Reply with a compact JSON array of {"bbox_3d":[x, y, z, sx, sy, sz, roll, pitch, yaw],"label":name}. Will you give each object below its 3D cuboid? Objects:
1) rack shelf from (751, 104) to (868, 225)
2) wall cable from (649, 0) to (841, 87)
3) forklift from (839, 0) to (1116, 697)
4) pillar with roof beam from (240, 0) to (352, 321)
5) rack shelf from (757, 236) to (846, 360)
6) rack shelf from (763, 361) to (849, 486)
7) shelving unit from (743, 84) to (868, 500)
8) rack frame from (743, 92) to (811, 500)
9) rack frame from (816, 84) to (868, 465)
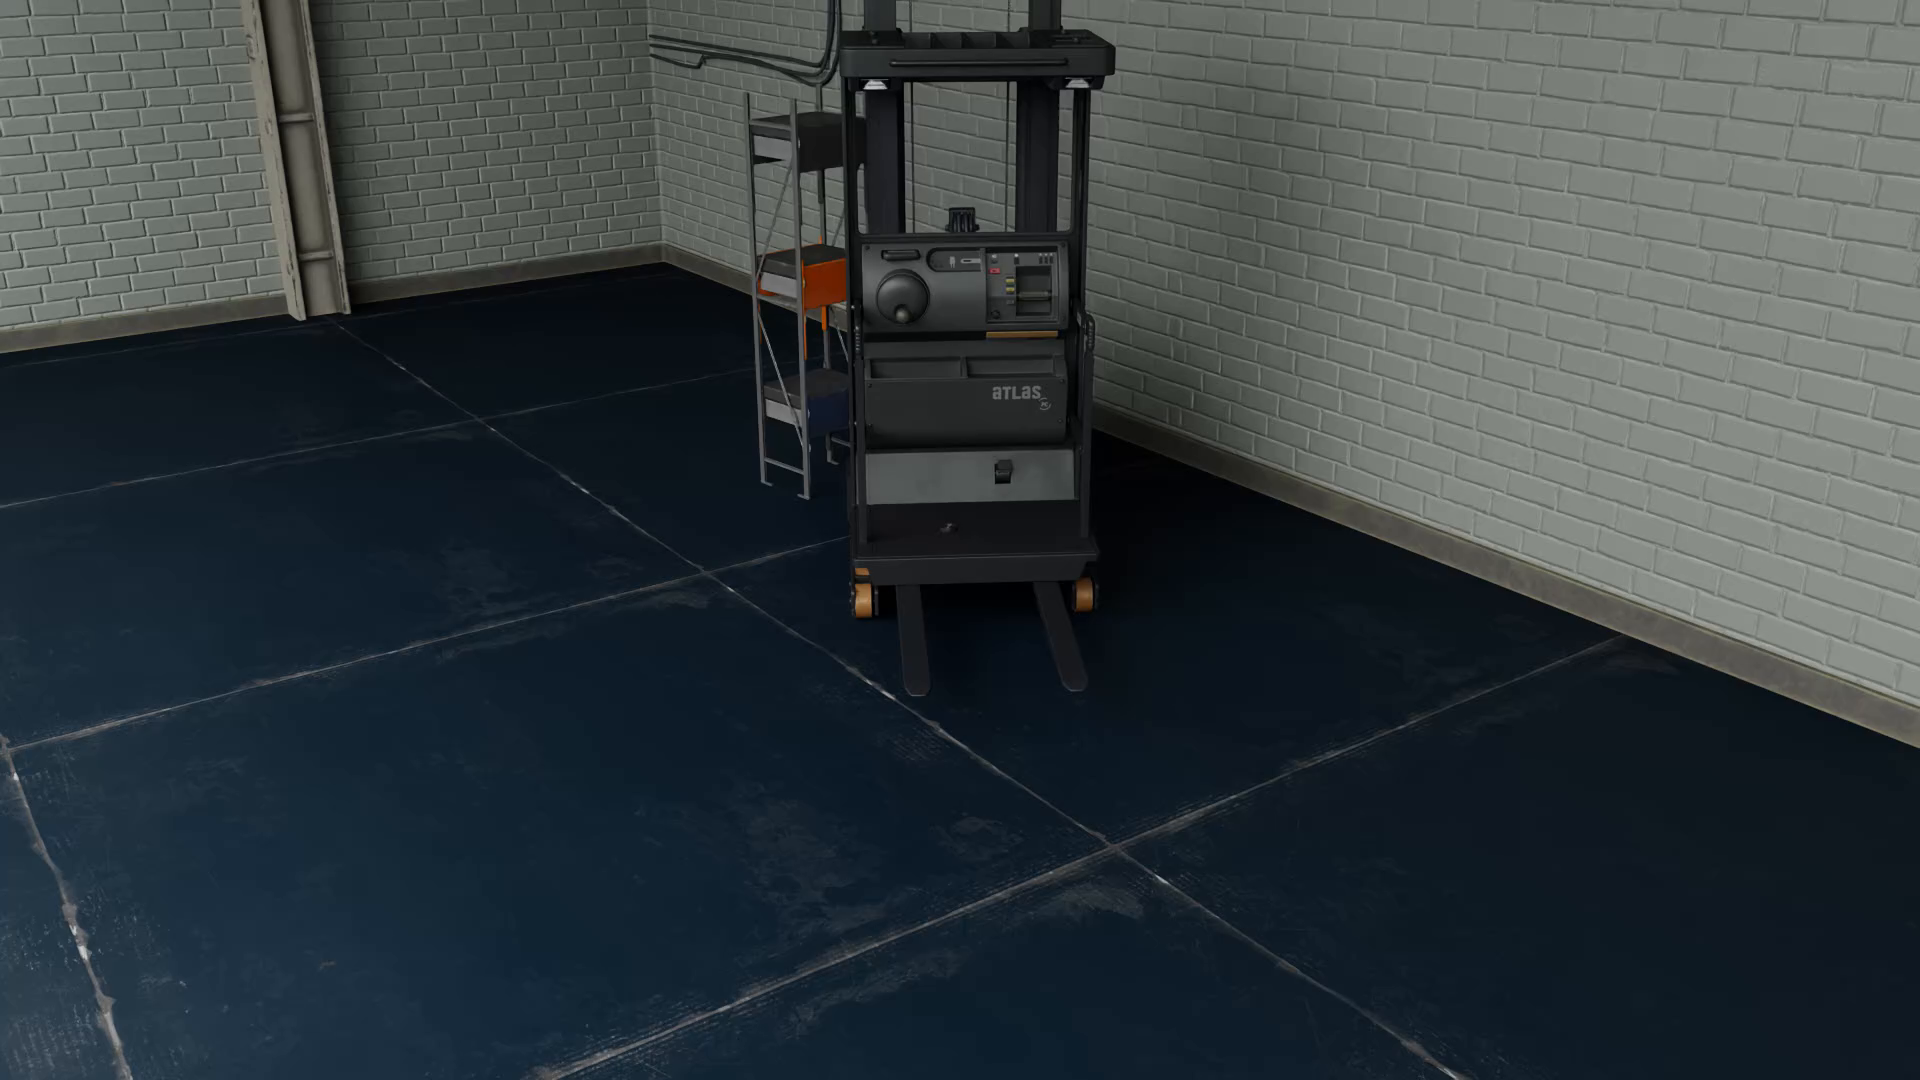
[{"bbox_3d":[-0.781,-1.945,8.584,0.431,0.518,0.480,20,29,40],"label":"rack shelf"},{"bbox_3d":[-1.750,-4.720,12.272,0.112,2.526,3.097,-15,26,-33],"label":"wall cable"},{"bbox_3d":[0.043,-1.131,7.276,1.130,2.935,3.031,-1,22,-4],"label":"forklift"},{"bbox_3d":[-2.399,-4.627,7.850,0.400,9.000,9.100,-15,26,-33],"label":"pillar with roof beam"},{"bbox_3d":[-0.781,-1.294,8.844,0.431,0.518,0.480,20,29,40],"label":"rack shelf"},{"bbox_3d":[-0.781,-0.644,9.103,0.431,0.518,0.480,20,29,40],"label":"rack shelf"},{"bbox_3d":[-0.781,-1.307,8.839,0.431,2.100,0.503,20,29,40],"label":"shelving unit"},{"bbox_3d":[-0.951,-1.242,8.677,0.400,2.100,0.015,20,29,40],"label":"rack frame"},{"bbox_3d":[-0.610,-1.372,9.001,0.400,2.100,0.015,20,29,40],"label":"rack frame"}]
